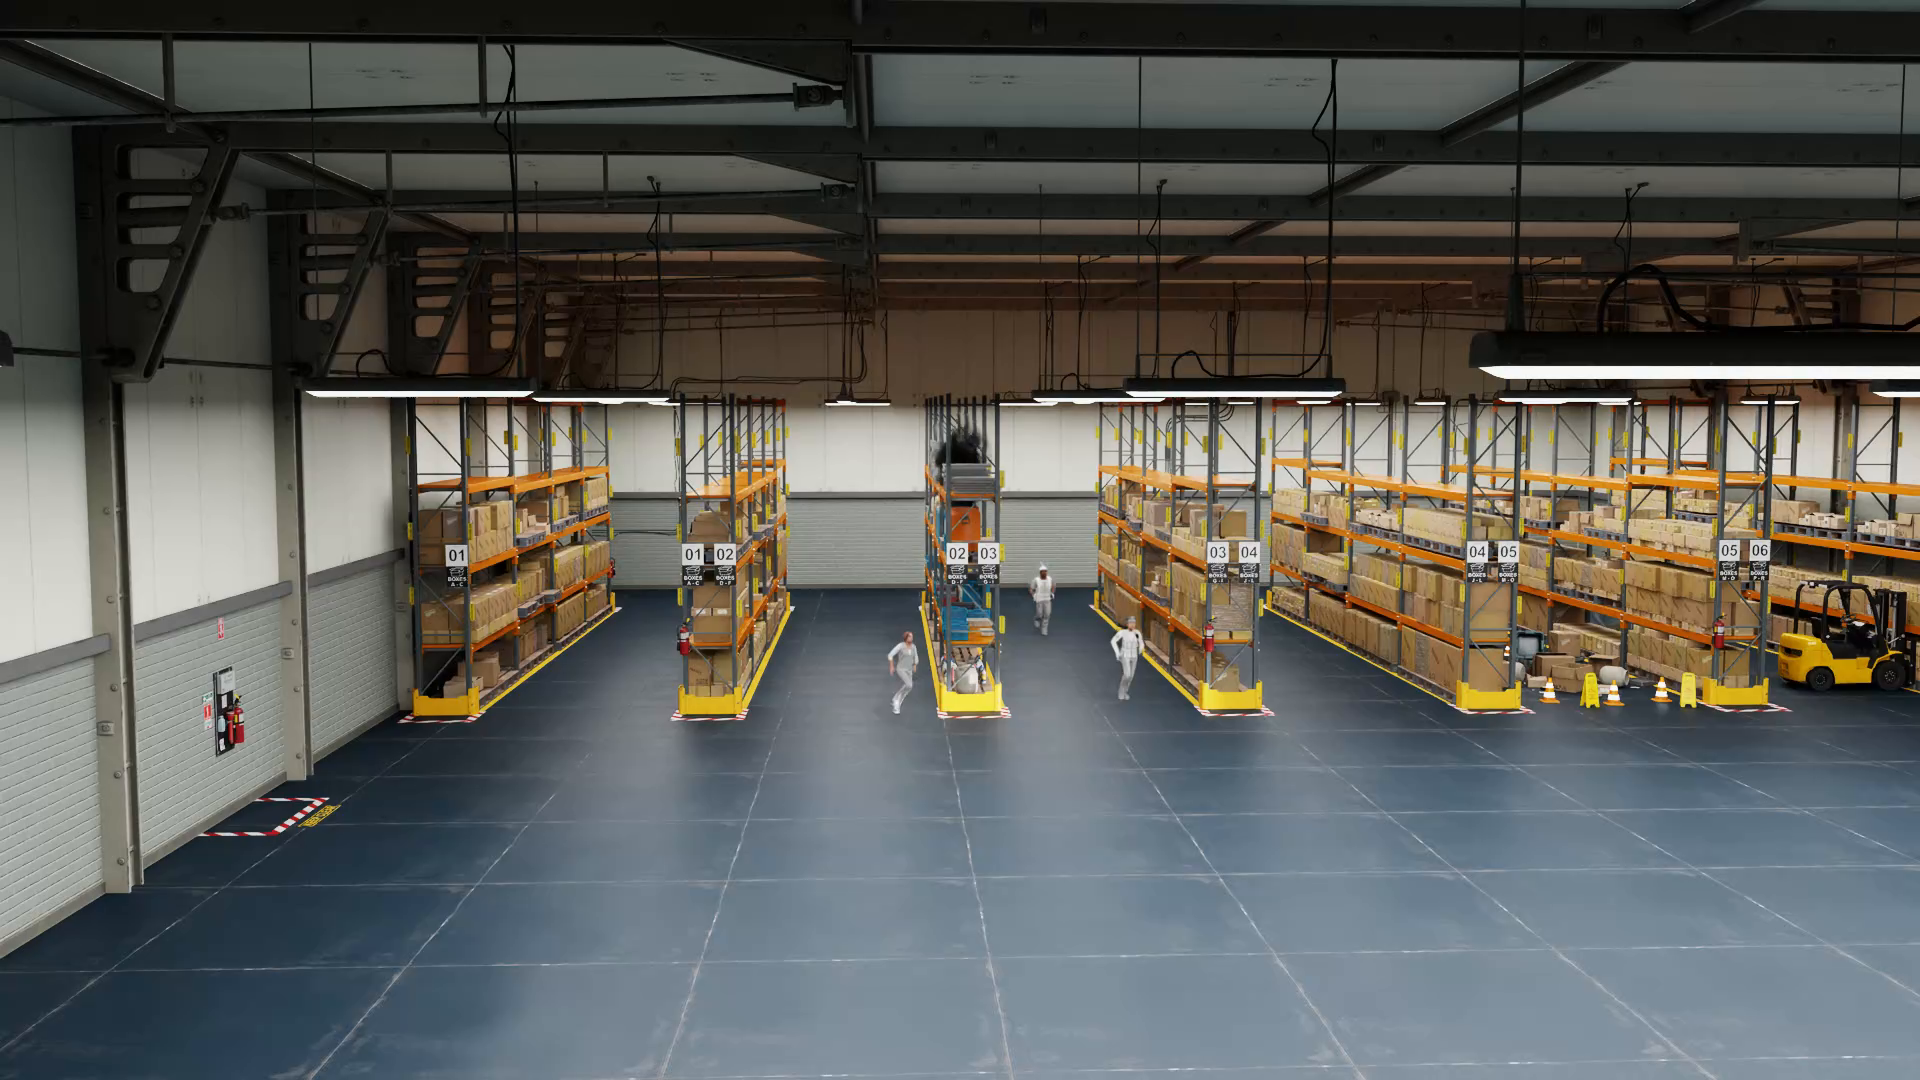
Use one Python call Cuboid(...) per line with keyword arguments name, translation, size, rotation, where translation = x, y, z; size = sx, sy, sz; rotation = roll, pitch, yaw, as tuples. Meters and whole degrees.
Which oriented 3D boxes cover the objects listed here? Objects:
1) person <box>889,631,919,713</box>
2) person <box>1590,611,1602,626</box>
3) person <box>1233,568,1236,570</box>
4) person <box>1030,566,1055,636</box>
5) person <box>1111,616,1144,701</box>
Cuboid(name="person", translation=(-0.998, 2.487, 31.215), size=(0.552, 1.528, 0.531), rotation=(-3, 5, -34))
Cuboid(name="person", translation=(16.173, 1.466, 42.358), size=(0.699, 1.755, 0.987), rotation=(-1, 5, -8))
Cuboid(name="person", translation=(7.134, 1.463, 43.395), size=(0.564, 1.756, 0.712), rotation=(-1, 5, -11))
Cuboid(name="person", translation=(2.108, 1.527, 42.136), size=(0.680, 1.743, 0.723), rotation=(-1, 5, -13))
Cuboid(name="person", translation=(3.331, 2.316, 32.615), size=(0.617, 1.677, 0.624), rotation=(-1, 5, -16))
